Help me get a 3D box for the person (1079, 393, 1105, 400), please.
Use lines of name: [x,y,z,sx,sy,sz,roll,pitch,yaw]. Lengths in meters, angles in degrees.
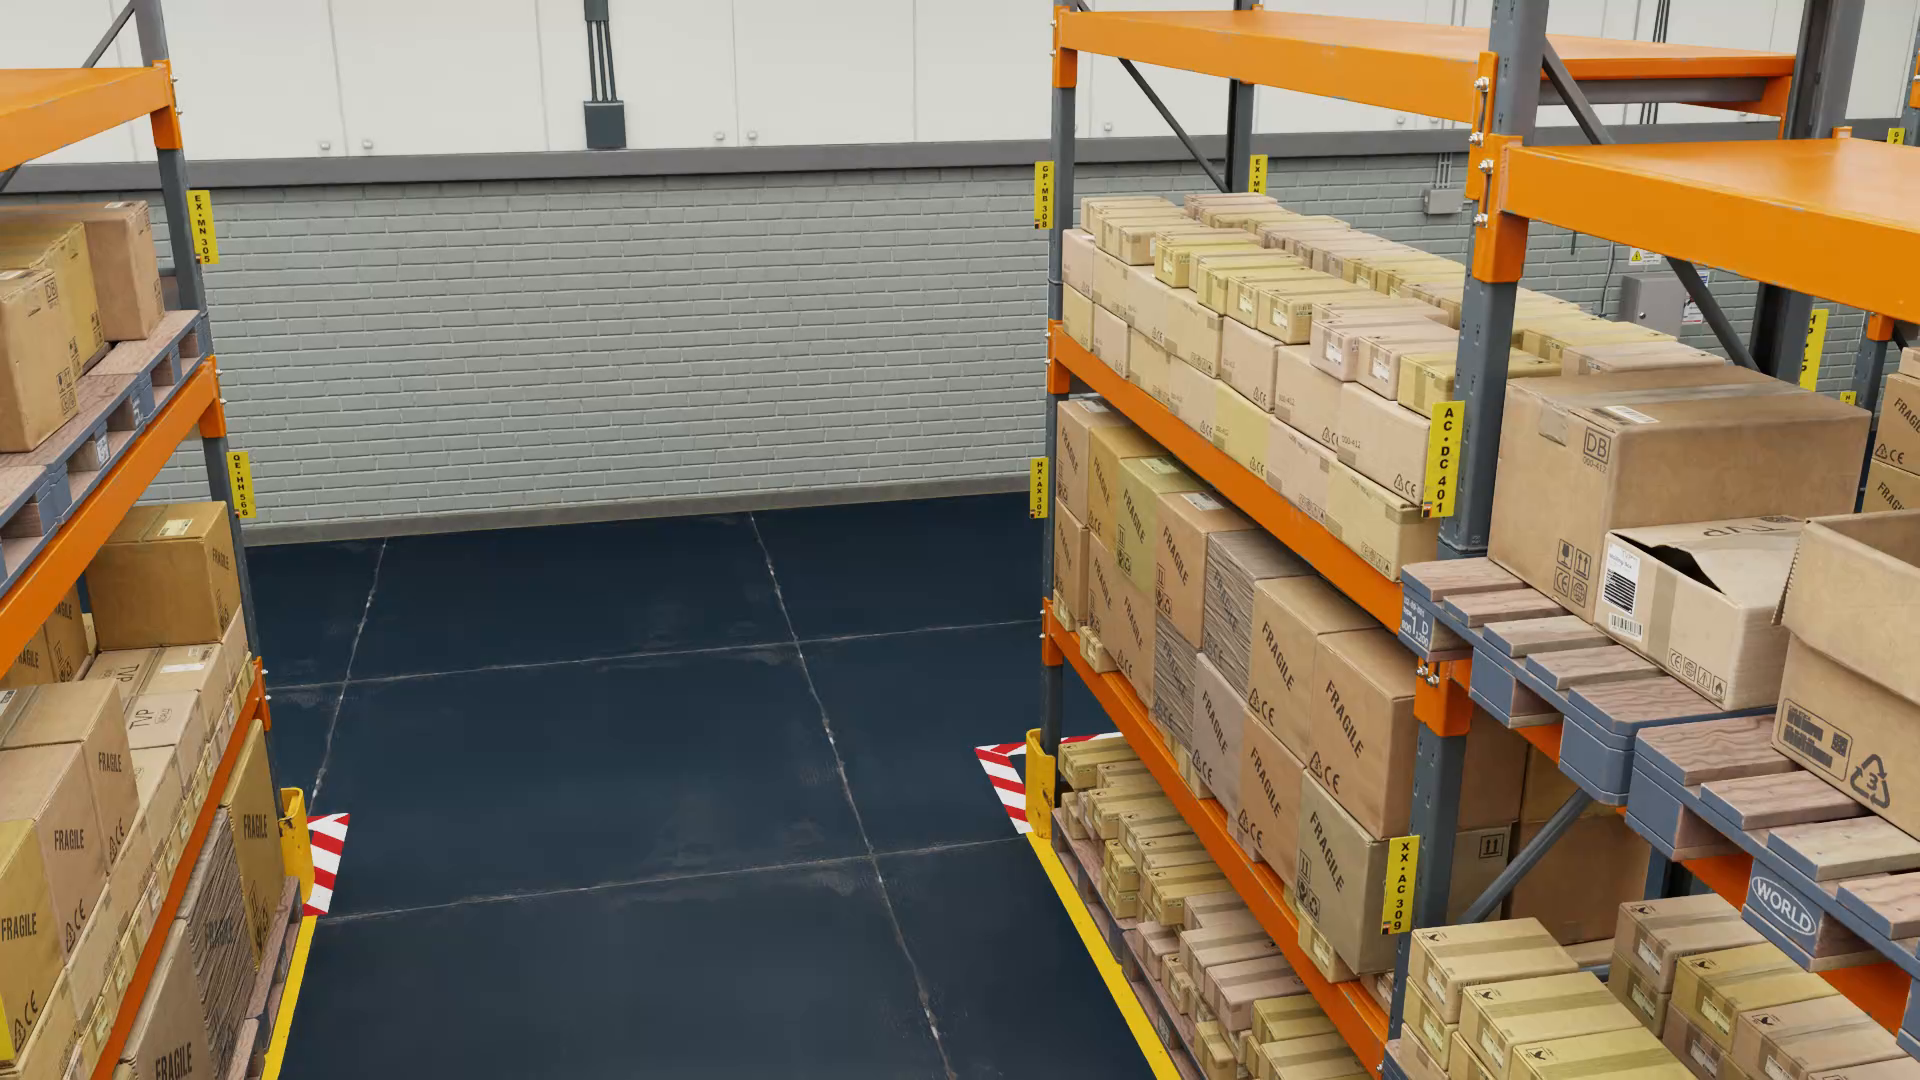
person: [0.869,-0.206,11.639,0.435,1.749,0.585,-4,20,-12]
